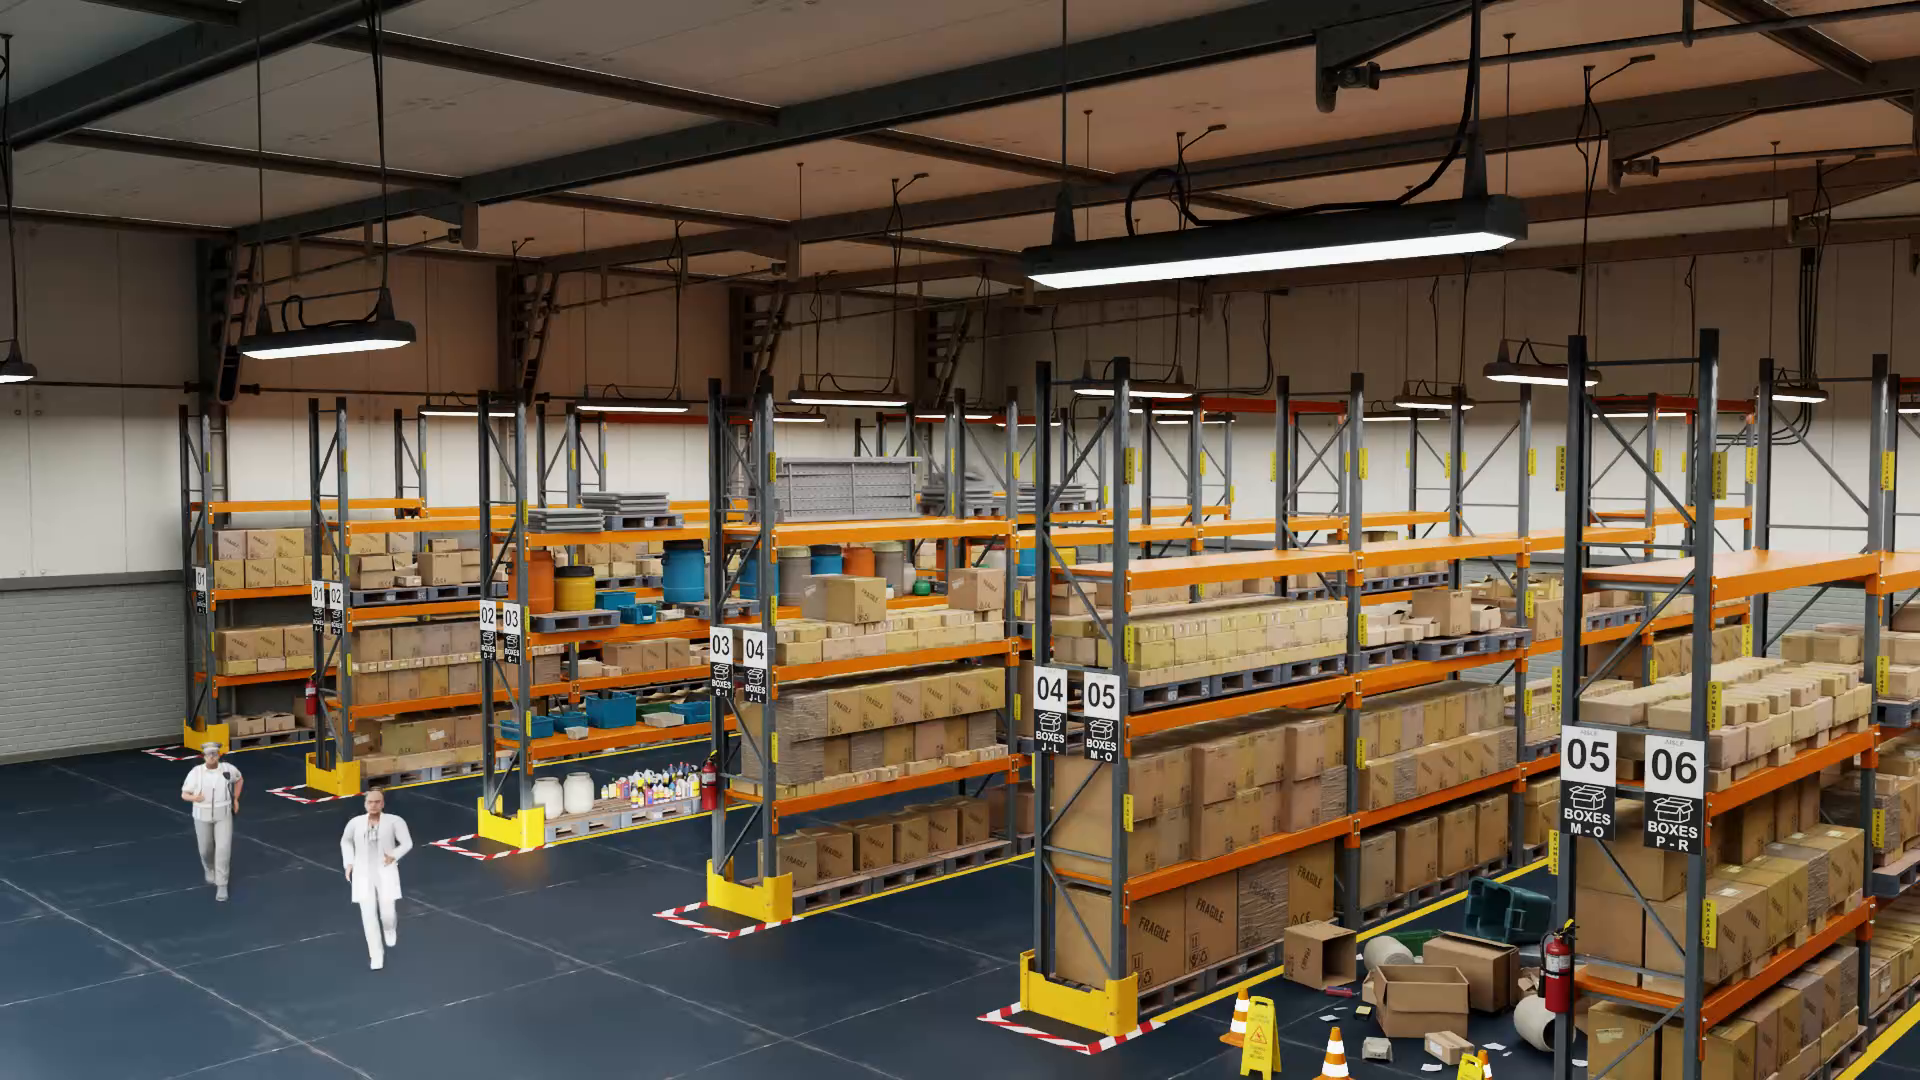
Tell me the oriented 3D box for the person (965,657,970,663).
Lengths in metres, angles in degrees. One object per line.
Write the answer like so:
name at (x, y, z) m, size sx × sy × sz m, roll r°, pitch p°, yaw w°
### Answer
person at (-0.009, 2.311, 32.218) m, size 0.633 × 1.830 × 0.676 m, roll 2°, pitch 3°, yaw 29°

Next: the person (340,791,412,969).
person at (-5.914, 3.399, 16.848) m, size 0.709 × 1.742 × 0.798 m, roll -1°, pitch 3°, yaw -12°

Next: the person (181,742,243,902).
person at (-8.716, 3.234, 19.407) m, size 0.659 × 1.786 × 0.967 m, roll -1°, pitch 3°, yaw -23°
